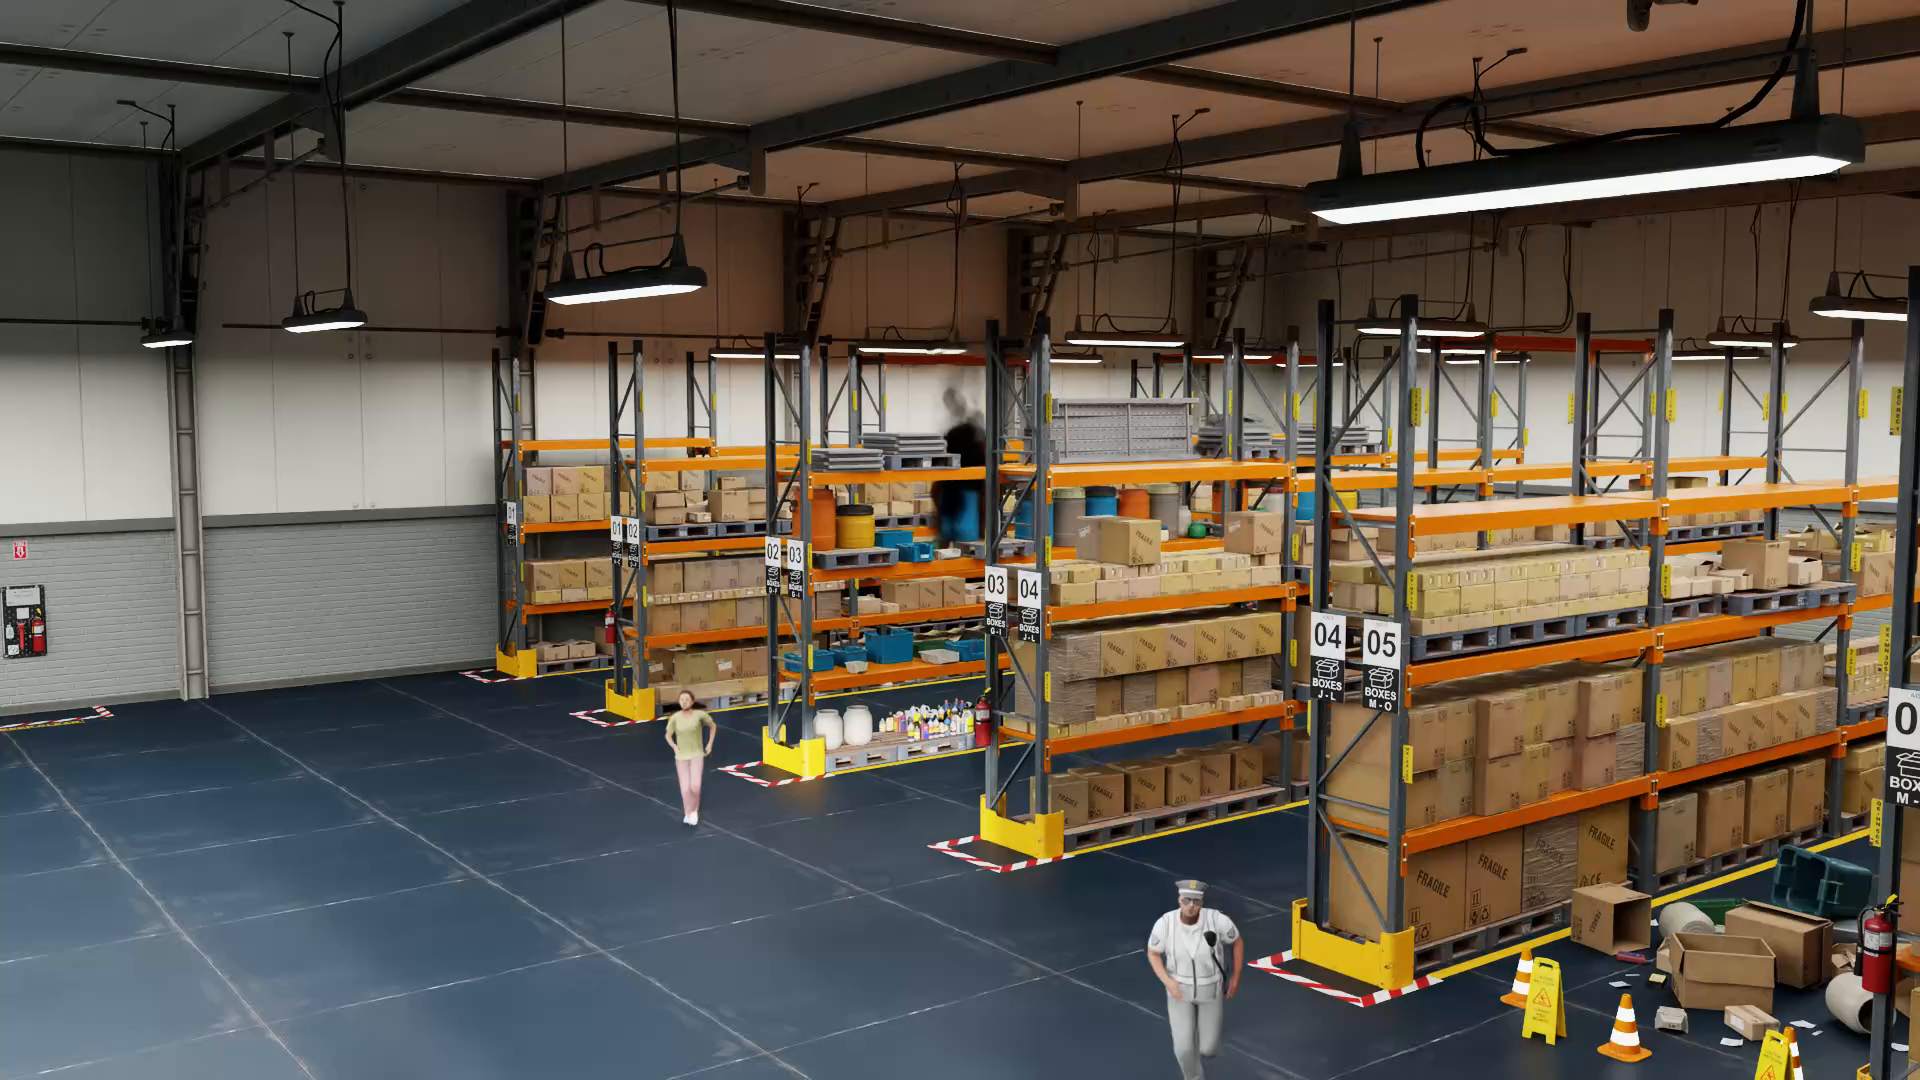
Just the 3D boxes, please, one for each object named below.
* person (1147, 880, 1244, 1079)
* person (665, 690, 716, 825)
[{"bbox_3d":[1.706,3.267,12.086,0.695,1.745,0.699,1,5,7],"label":"person"},{"bbox_3d":[-3.229,2.601,19.855,0.587,1.627,0.599,0,5,-1],"label":"person"}]
